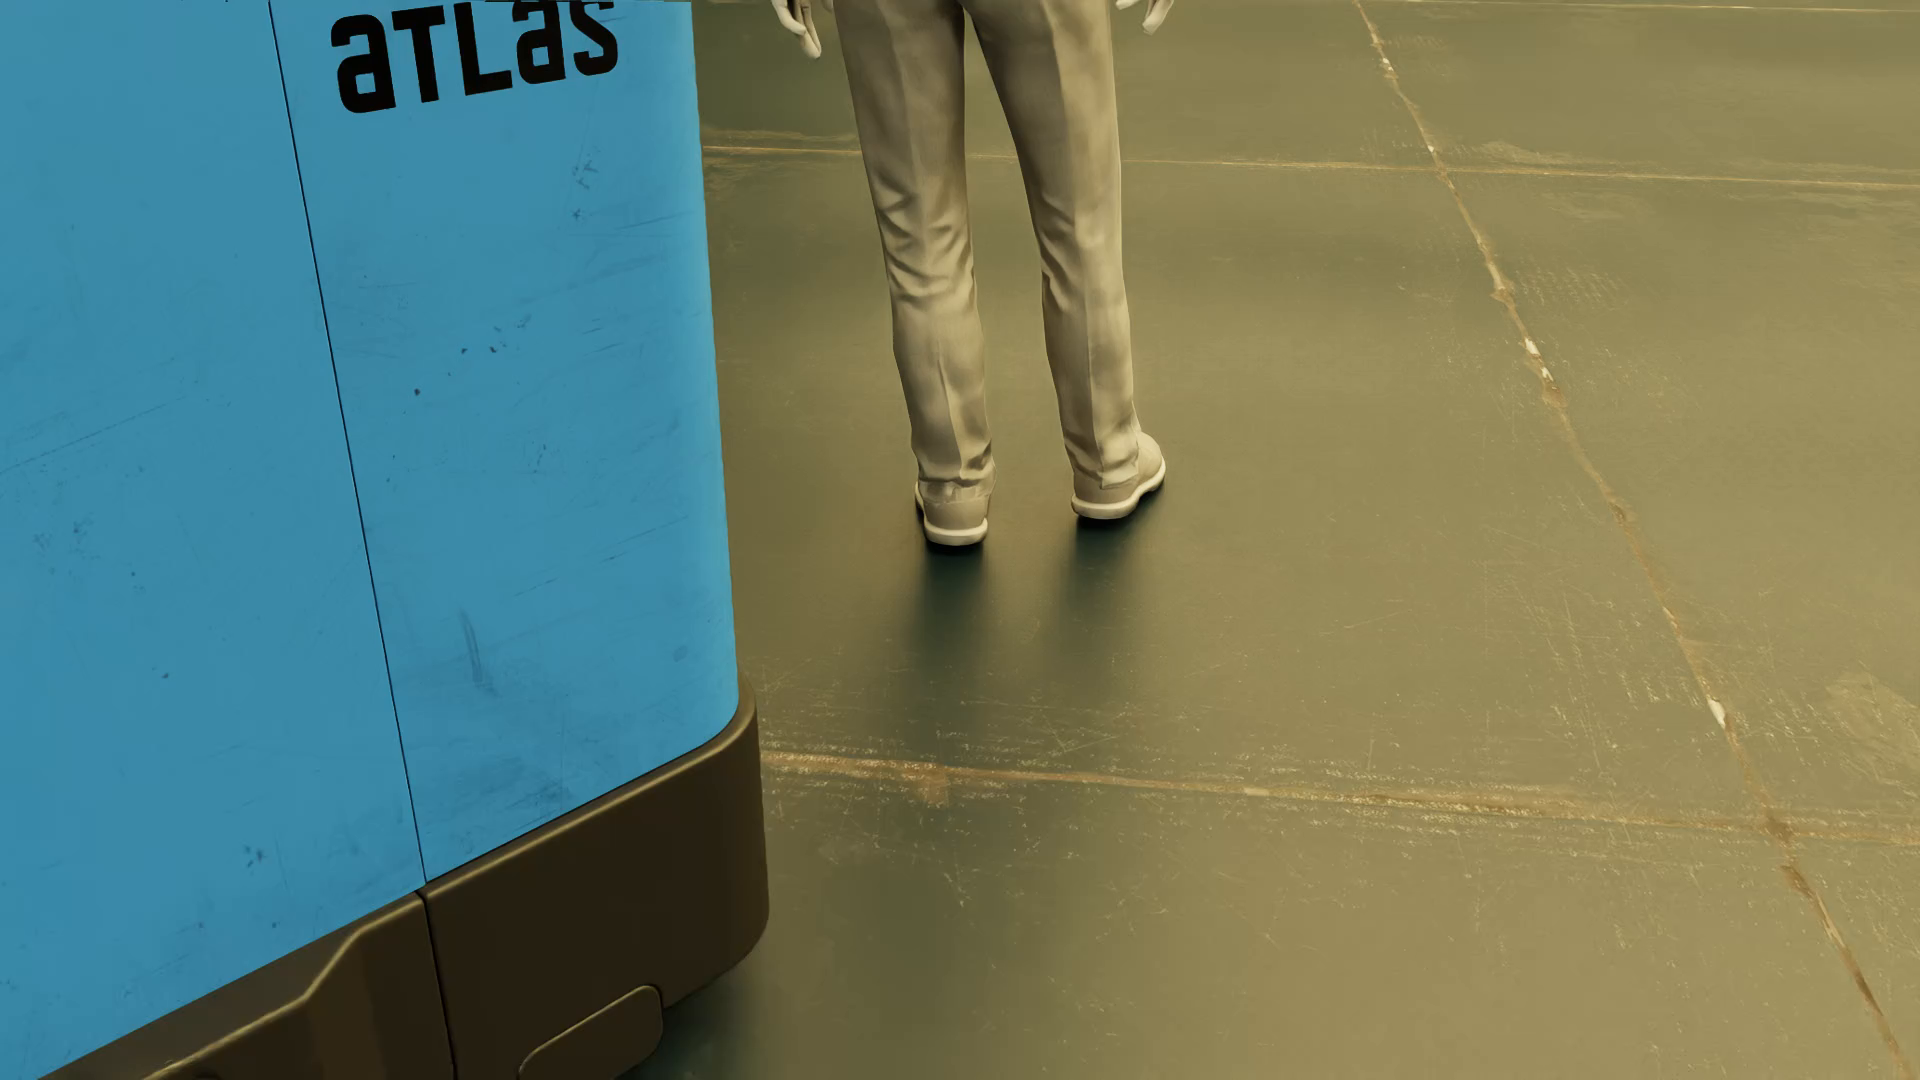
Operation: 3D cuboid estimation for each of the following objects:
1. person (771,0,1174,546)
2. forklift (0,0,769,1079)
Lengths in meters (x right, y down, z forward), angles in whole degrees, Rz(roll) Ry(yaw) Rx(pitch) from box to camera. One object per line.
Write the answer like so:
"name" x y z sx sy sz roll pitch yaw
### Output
"person" 0.016 -0.795 2.178 0.586 1.694 0.531 3 27 7
"forklift" -1.573 -0.562 0.342 1.130 2.935 3.031 23 35 39
